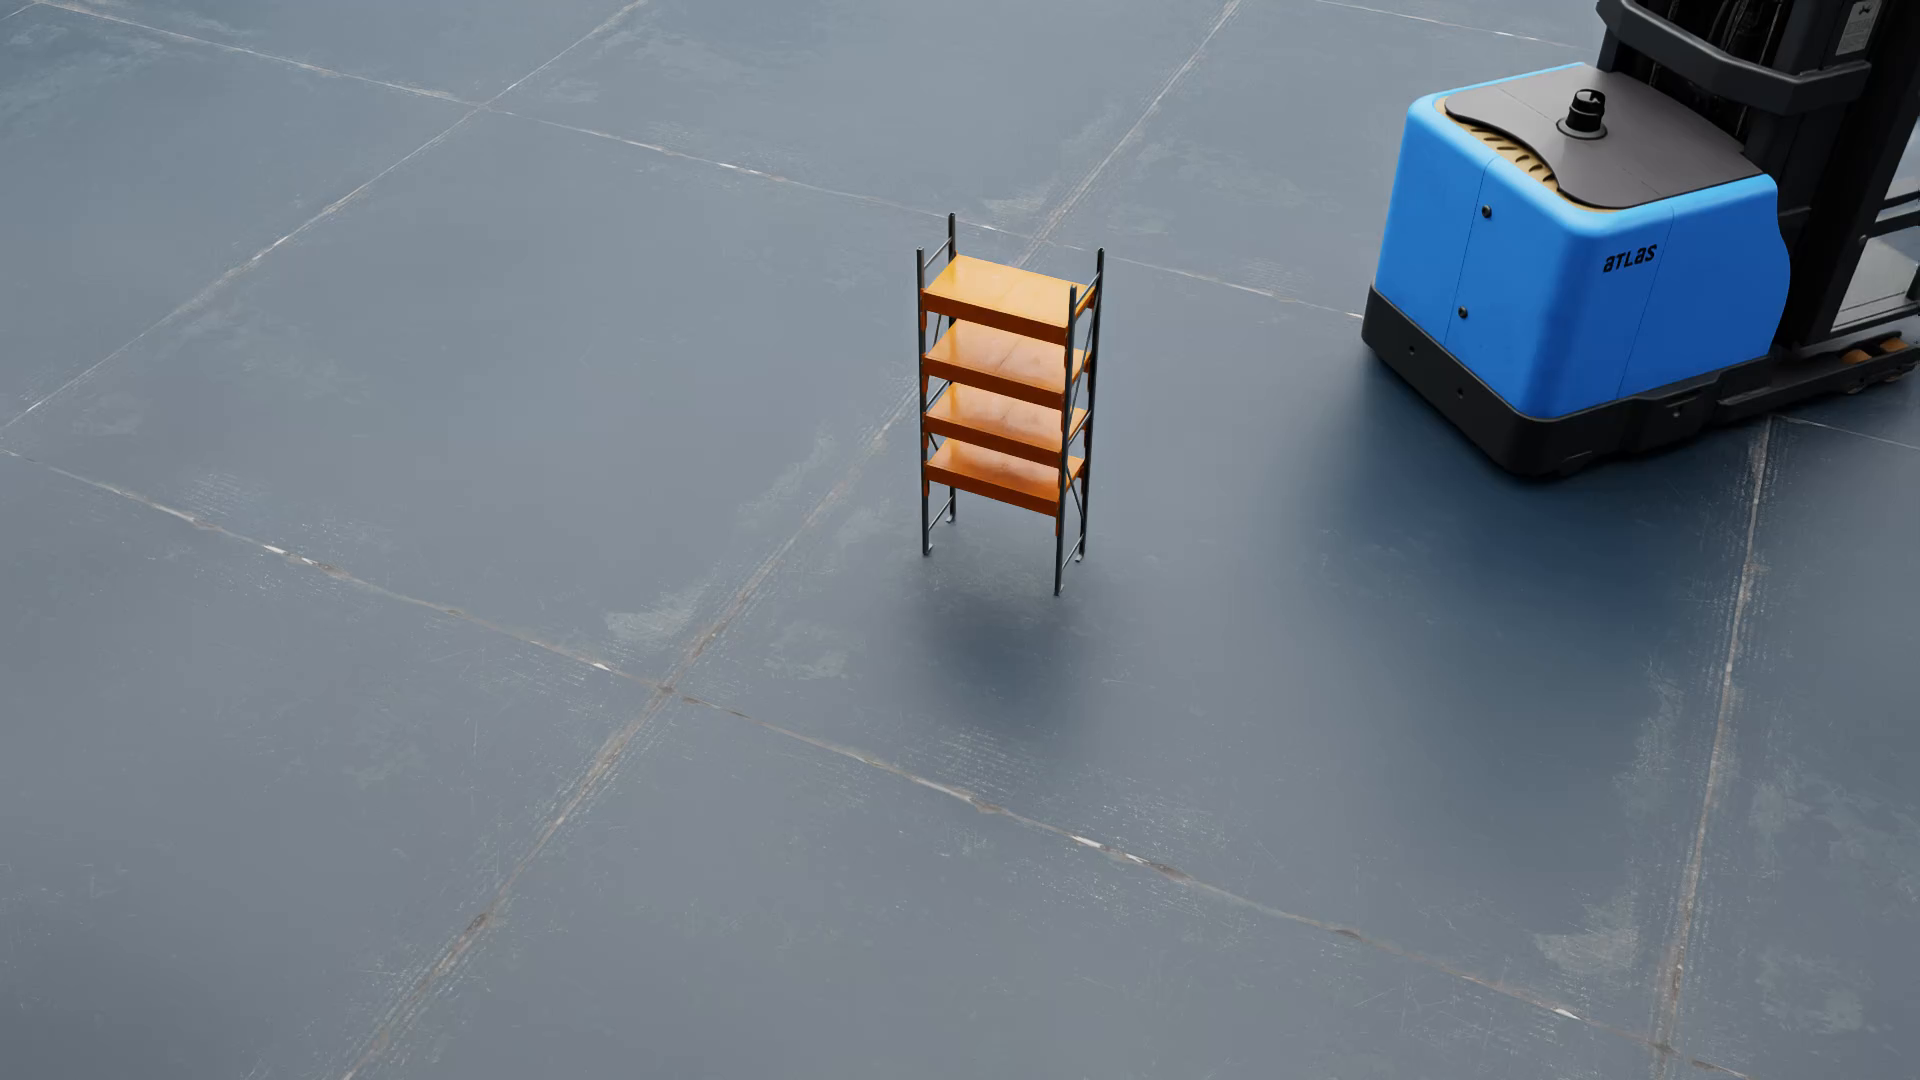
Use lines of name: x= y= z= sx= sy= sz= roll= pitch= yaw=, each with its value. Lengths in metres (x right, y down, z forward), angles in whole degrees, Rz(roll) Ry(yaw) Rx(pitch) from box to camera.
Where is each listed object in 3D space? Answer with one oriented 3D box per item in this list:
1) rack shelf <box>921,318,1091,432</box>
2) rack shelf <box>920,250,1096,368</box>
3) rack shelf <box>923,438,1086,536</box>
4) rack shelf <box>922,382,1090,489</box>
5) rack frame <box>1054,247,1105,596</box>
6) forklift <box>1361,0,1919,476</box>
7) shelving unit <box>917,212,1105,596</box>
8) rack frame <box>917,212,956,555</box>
rack shelf: x=0.150 y=-0.526 z=5.202 sx=0.480 sy=0.148 sz=0.258 roll=17 pitch=44 yaw=19
rack shelf: x=0.150 y=-0.705 z=5.047 sx=0.480 sy=0.148 sz=0.258 roll=17 pitch=44 yaw=19
rack shelf: x=0.150 y=-0.207 z=5.478 sx=0.480 sy=0.148 sz=0.258 roll=17 pitch=44 yaw=19
rack shelf: x=0.150 y=-0.357 z=5.348 sx=0.480 sy=0.148 sz=0.258 roll=17 pitch=44 yaw=19
rack frame: x=0.371 y=-0.340 z=5.226 sx=0.015 sy=1.200 sz=0.240 roll=17 pitch=44 yaw=19
forklift: x=3.148 y=-1.973 z=5.788 sx=3.031 sy=2.935 sz=1.130 roll=-16 pitch=43 yaw=-18
shelving unit: x=0.150 y=-0.408 z=5.304 sx=0.503 sy=1.200 sz=0.258 roll=17 pitch=44 yaw=19
rack frame: x=-0.071 y=-0.475 z=5.382 sx=0.015 sy=1.200 sz=0.240 roll=17 pitch=44 yaw=19
